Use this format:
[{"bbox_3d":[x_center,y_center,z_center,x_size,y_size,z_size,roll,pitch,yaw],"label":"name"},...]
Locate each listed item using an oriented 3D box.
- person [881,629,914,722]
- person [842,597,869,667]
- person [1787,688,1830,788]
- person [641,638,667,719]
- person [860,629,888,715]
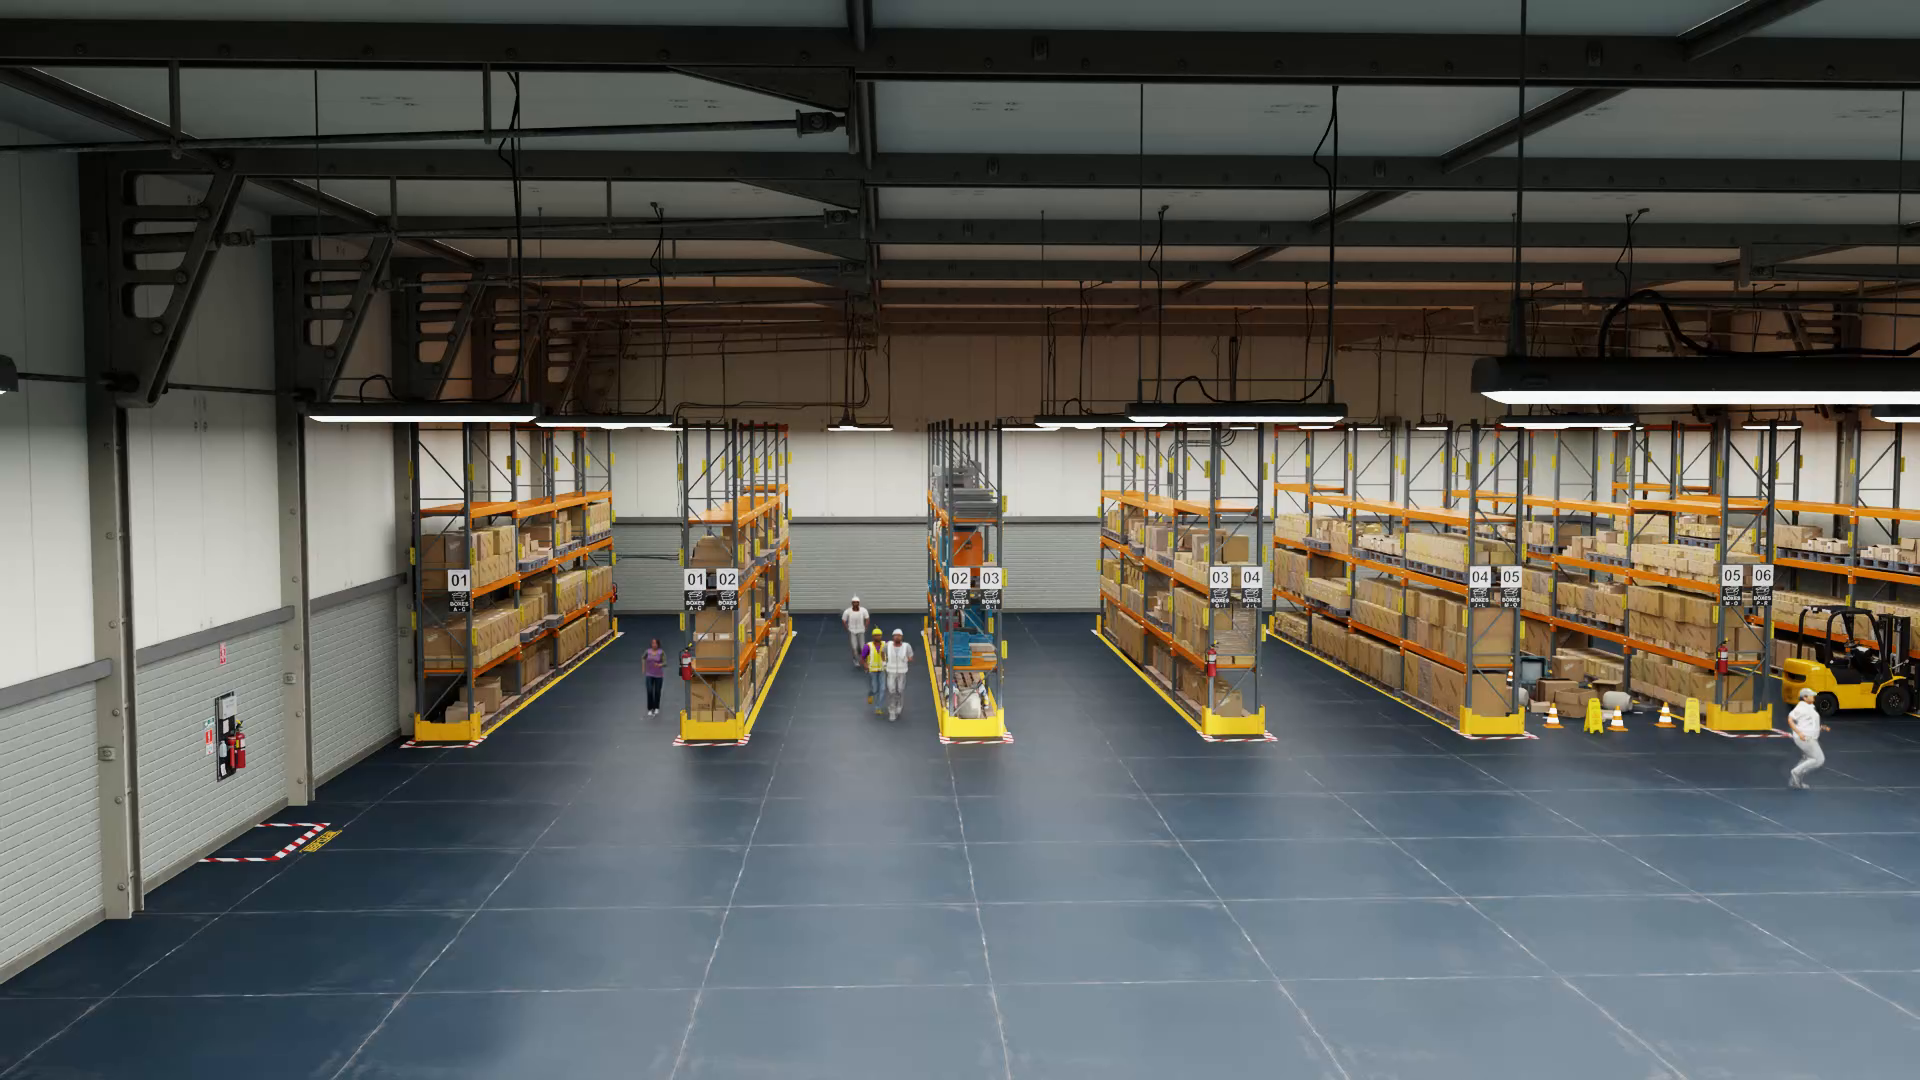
[{"bbox_3d":[-1.256,2.699,33.377,0.659,1.847,0.803,0,4,-5],"label":"person"},{"bbox_3d":[-2.548,2.247,40.814,0.679,1.721,0.576,-1,4,-9],"label":"person"},{"bbox_3d":[13.641,3.192,26.699,0.567,1.626,0.593,3,5,39],"label":"person"},{"bbox_3d":[-6.157,2.775,33.498,0.515,1.622,0.663,-1,4,-9],"label":"person"},{"bbox_3d":[-1.684,2.680,34.043,0.700,1.739,0.794,-1,4,-15],"label":"person"}]
